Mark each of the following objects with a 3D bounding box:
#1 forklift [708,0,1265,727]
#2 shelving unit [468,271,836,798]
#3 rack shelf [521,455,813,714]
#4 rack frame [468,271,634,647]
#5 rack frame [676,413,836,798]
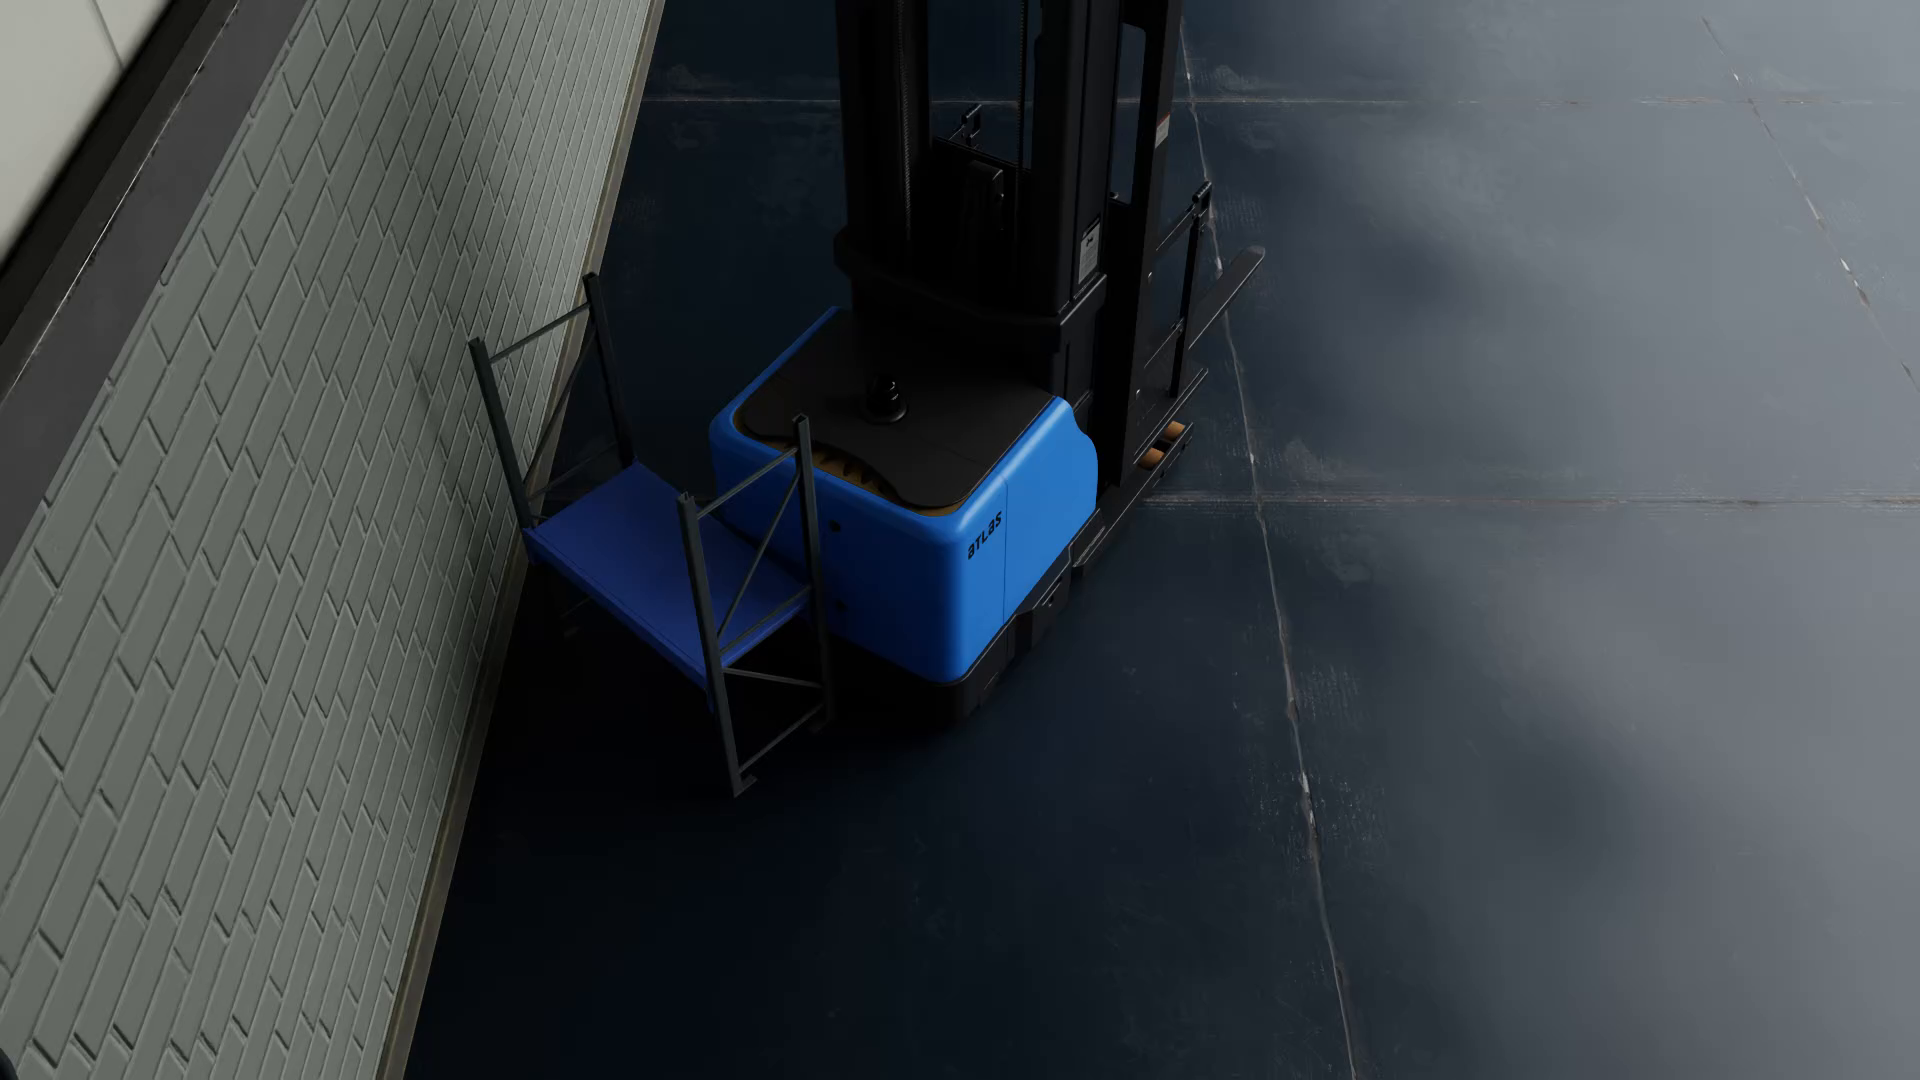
[{"bbox_3d":[0.330,-1.385,6.037,1.130,2.935,3.031,25,52,21],"label":"forklift"},{"bbox_3d":[-1.013,0.011,5.715,1.048,1.500,0.538,34,56,28],"label":"shelving unit"},{"bbox_3d":[-1.013,0.134,5.847,1.000,0.185,0.538,34,56,28],"label":"rack shelf"},{"bbox_3d":[-1.384,-0.243,5.952,0.032,1.500,0.500,34,56,28],"label":"rack frame"},{"bbox_3d":[-0.642,0.265,5.478,0.032,1.500,0.500,34,56,28],"label":"rack frame"}]
